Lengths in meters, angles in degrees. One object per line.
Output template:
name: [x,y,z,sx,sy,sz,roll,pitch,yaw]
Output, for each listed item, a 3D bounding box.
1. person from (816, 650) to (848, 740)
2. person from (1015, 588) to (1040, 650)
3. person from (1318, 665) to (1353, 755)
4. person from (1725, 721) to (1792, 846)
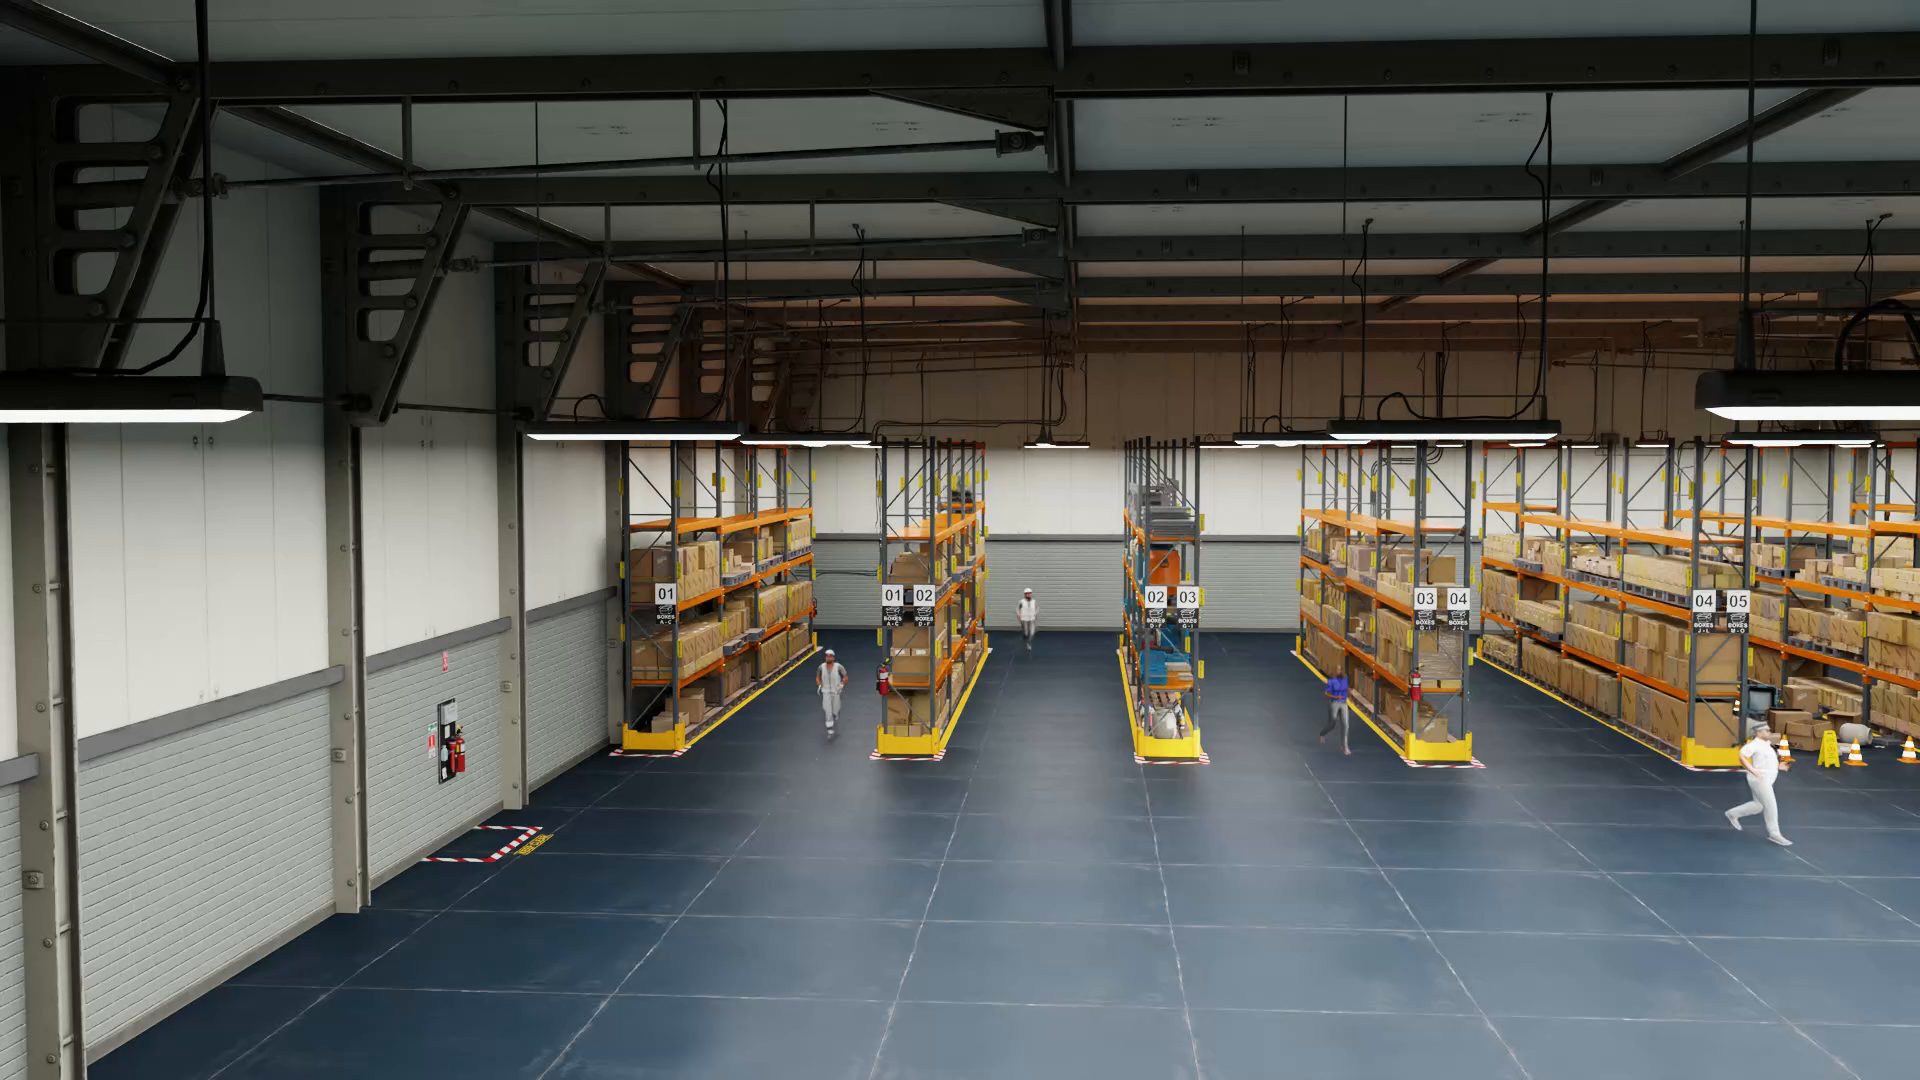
person: [-2.569,3.072,33.249,0.650,1.768,0.702,0,3,1]
person: [1.867,2.165,45.650,0.670,1.682,0.626,-1,3,-11]
person: [7.201,3.209,31.745,0.588,1.658,0.935,-1,3,-11]
person: [11.737,3.534,24.426,0.951,1.791,0.664,2,4,38]
